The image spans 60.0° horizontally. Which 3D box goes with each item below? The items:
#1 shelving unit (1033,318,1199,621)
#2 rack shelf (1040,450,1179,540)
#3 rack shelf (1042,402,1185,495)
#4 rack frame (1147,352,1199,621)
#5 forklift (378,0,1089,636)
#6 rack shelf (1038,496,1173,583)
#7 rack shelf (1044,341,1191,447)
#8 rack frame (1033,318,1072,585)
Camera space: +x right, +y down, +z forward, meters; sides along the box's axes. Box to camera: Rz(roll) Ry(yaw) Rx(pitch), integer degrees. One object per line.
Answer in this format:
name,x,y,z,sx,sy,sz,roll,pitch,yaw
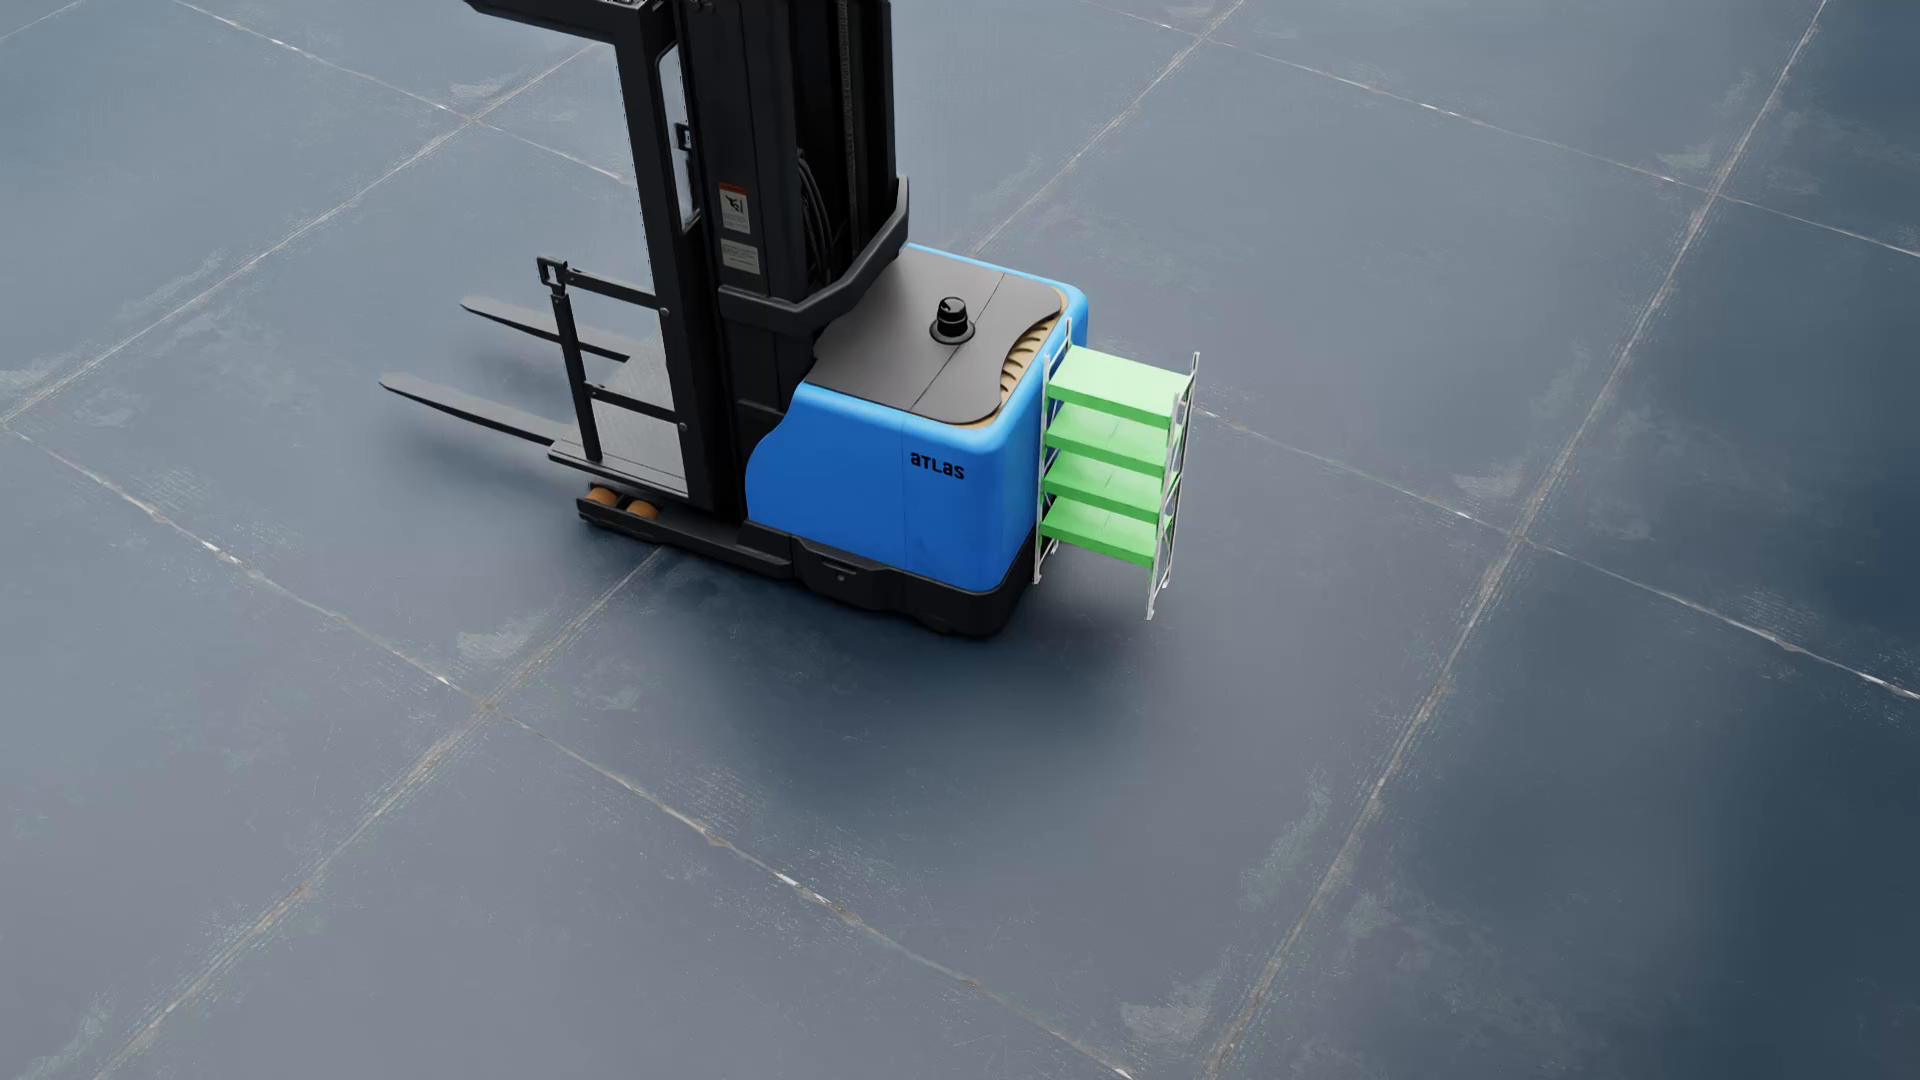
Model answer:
shelving unit,0.579,-0.245,6.374,0.503,1.200,0.258,17,48,16
rack shelf,0.579,-0.201,6.420,0.480,0.148,0.258,17,48,16
rack shelf,0.579,-0.368,6.247,0.480,0.148,0.258,17,48,16
rack frame,0.802,-0.175,6.306,0.015,1.200,0.240,17,48,16
forklift,-1.051,-1.351,6.241,3.031,2.935,1.130,17,48,16
rack shelf,0.579,-0.034,6.592,0.480,0.148,0.258,17,48,16
rack shelf,0.579,-0.535,6.075,0.480,0.148,0.258,17,48,16
rack frame,0.355,-0.316,6.442,0.015,1.200,0.240,17,48,16
